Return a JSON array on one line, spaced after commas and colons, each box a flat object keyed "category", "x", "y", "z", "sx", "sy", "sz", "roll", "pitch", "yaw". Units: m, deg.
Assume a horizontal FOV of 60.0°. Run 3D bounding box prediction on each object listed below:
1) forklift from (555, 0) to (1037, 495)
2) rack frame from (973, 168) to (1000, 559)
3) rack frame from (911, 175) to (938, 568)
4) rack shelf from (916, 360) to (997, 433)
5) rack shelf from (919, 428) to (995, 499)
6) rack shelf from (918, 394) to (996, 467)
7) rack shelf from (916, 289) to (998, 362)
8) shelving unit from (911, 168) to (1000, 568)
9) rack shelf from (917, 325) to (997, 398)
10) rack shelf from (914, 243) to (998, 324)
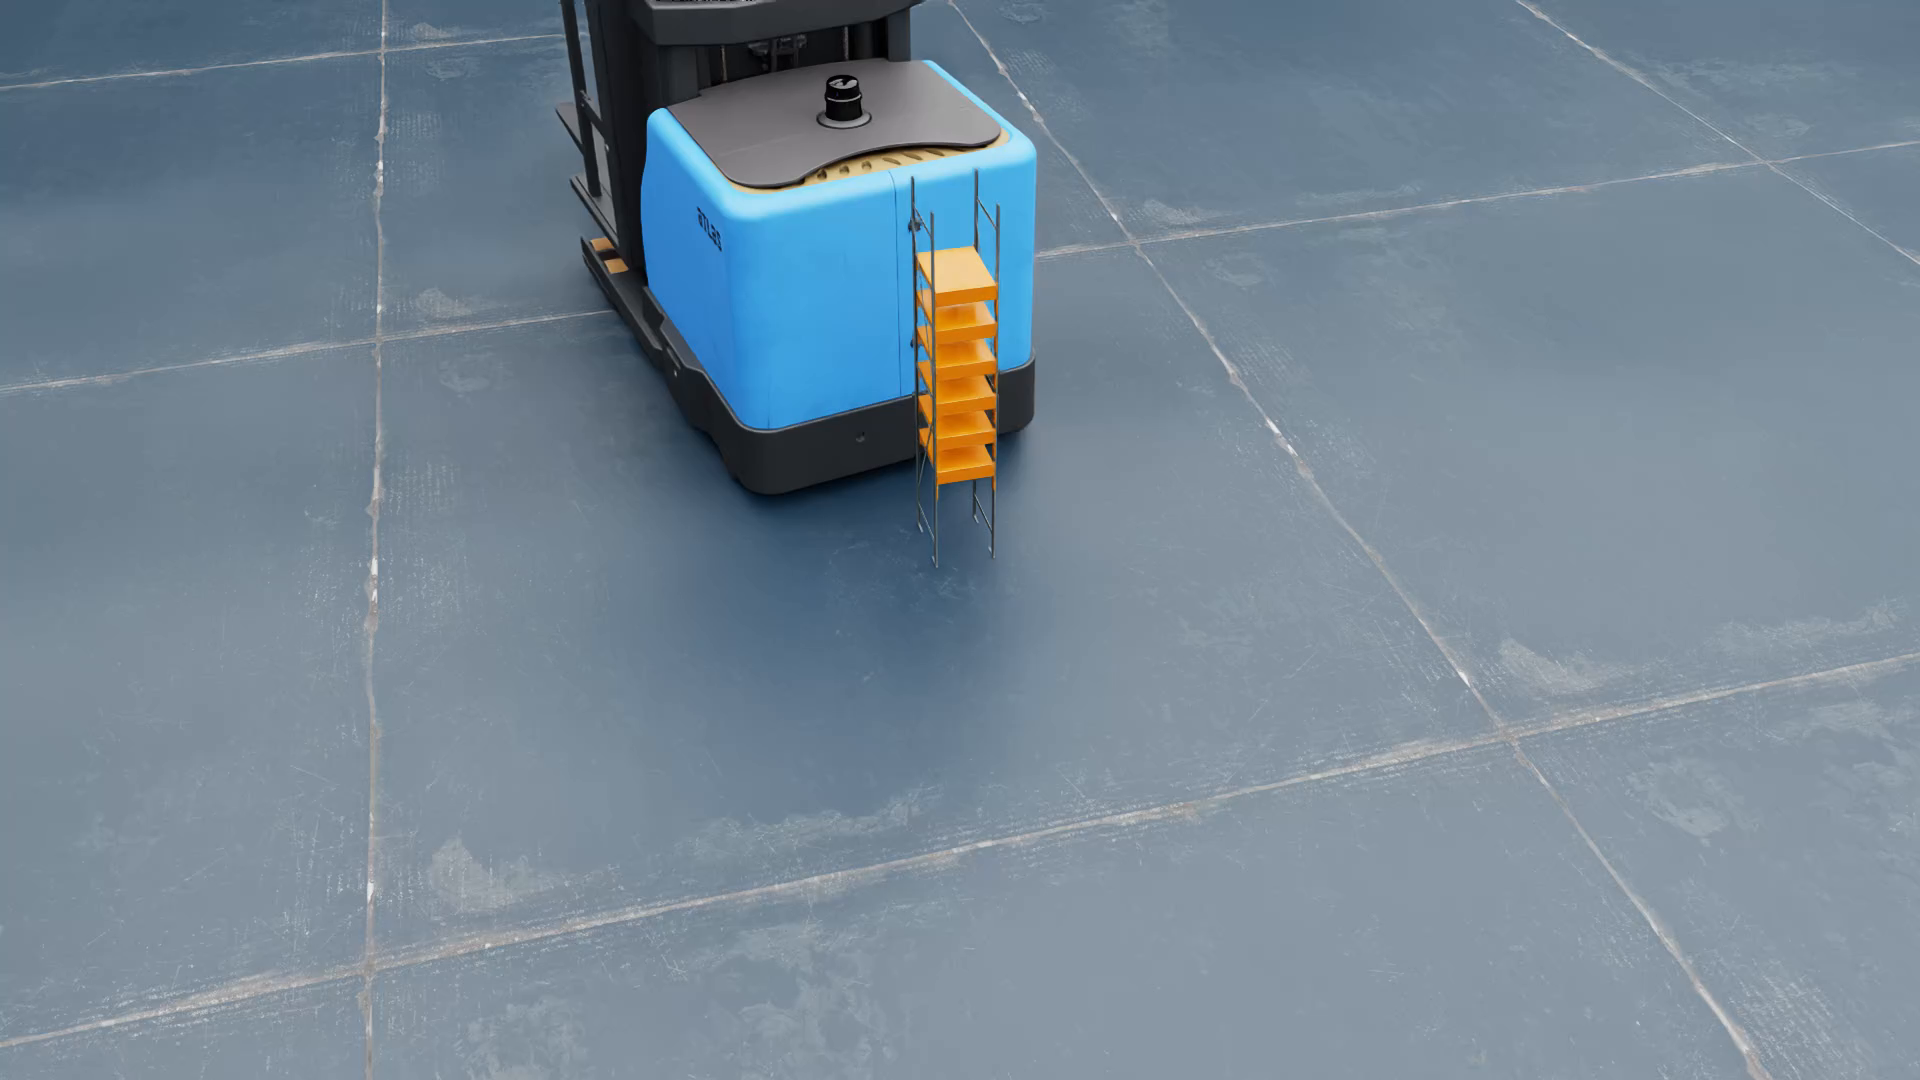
[{"category": "forklift", "x": -0.843, "y": -2.197, "z": 5.709, "sx": 1.130, "sy": 2.935, "sz": 3.031, "roll": -16, "pitch": 40, "yaw": -20}, {"category": "rack frame", "x": 0.074, "y": -0.489, "z": 4.901, "sx": 0.006, "sy": 1.200, "sz": 0.240, "roll": -9, "pitch": 38, "yaw": -12}, {"category": "rack frame", "x": -0.102, "y": -0.460, "z": 4.864, "sx": 0.006, "sy": 1.200, "sz": 0.240, "roll": -9, "pitch": 38, "yaw": -12}, {"category": "rack shelf", "x": -0.014, "y": -0.439, "z": 4.909, "sx": 0.180, "sy": 0.103, "sz": 0.258, "roll": -9, "pitch": 38, "yaw": -12}, {"category": "rack shelf", "x": -0.014, "y": -0.248, "z": 5.055, "sx": 0.180, "sy": 0.103, "sz": 0.258, "roll": -9, "pitch": 38, "yaw": -12}, {"category": "rack shelf", "x": -0.014, "y": -0.344, "z": 4.982, "sx": 0.180, "sy": 0.103, "sz": 0.258, "roll": -9, "pitch": 38, "yaw": -12}, {"category": "rack shelf", "x": -0.014, "y": -0.630, "z": 4.764, "sx": 0.180, "sy": 0.103, "sz": 0.258, "roll": -9, "pitch": 38, "yaw": -12}, {"category": "shelving unit", "x": -0.014, "y": -0.474, "z": 4.882, "sx": 0.189, "sy": 1.200, "sz": 0.258, "roll": -9, "pitch": 38, "yaw": -12}, {"category": "rack shelf", "x": -0.014, "y": -0.534, "z": 4.837, "sx": 0.180, "sy": 0.103, "sz": 0.258, "roll": -9, "pitch": 38, "yaw": -12}, {"category": "rack shelf", "x": -0.014, "y": -0.725, "z": 4.691, "sx": 0.180, "sy": 0.103, "sz": 0.258, "roll": -9, "pitch": 38, "yaw": -12}]
